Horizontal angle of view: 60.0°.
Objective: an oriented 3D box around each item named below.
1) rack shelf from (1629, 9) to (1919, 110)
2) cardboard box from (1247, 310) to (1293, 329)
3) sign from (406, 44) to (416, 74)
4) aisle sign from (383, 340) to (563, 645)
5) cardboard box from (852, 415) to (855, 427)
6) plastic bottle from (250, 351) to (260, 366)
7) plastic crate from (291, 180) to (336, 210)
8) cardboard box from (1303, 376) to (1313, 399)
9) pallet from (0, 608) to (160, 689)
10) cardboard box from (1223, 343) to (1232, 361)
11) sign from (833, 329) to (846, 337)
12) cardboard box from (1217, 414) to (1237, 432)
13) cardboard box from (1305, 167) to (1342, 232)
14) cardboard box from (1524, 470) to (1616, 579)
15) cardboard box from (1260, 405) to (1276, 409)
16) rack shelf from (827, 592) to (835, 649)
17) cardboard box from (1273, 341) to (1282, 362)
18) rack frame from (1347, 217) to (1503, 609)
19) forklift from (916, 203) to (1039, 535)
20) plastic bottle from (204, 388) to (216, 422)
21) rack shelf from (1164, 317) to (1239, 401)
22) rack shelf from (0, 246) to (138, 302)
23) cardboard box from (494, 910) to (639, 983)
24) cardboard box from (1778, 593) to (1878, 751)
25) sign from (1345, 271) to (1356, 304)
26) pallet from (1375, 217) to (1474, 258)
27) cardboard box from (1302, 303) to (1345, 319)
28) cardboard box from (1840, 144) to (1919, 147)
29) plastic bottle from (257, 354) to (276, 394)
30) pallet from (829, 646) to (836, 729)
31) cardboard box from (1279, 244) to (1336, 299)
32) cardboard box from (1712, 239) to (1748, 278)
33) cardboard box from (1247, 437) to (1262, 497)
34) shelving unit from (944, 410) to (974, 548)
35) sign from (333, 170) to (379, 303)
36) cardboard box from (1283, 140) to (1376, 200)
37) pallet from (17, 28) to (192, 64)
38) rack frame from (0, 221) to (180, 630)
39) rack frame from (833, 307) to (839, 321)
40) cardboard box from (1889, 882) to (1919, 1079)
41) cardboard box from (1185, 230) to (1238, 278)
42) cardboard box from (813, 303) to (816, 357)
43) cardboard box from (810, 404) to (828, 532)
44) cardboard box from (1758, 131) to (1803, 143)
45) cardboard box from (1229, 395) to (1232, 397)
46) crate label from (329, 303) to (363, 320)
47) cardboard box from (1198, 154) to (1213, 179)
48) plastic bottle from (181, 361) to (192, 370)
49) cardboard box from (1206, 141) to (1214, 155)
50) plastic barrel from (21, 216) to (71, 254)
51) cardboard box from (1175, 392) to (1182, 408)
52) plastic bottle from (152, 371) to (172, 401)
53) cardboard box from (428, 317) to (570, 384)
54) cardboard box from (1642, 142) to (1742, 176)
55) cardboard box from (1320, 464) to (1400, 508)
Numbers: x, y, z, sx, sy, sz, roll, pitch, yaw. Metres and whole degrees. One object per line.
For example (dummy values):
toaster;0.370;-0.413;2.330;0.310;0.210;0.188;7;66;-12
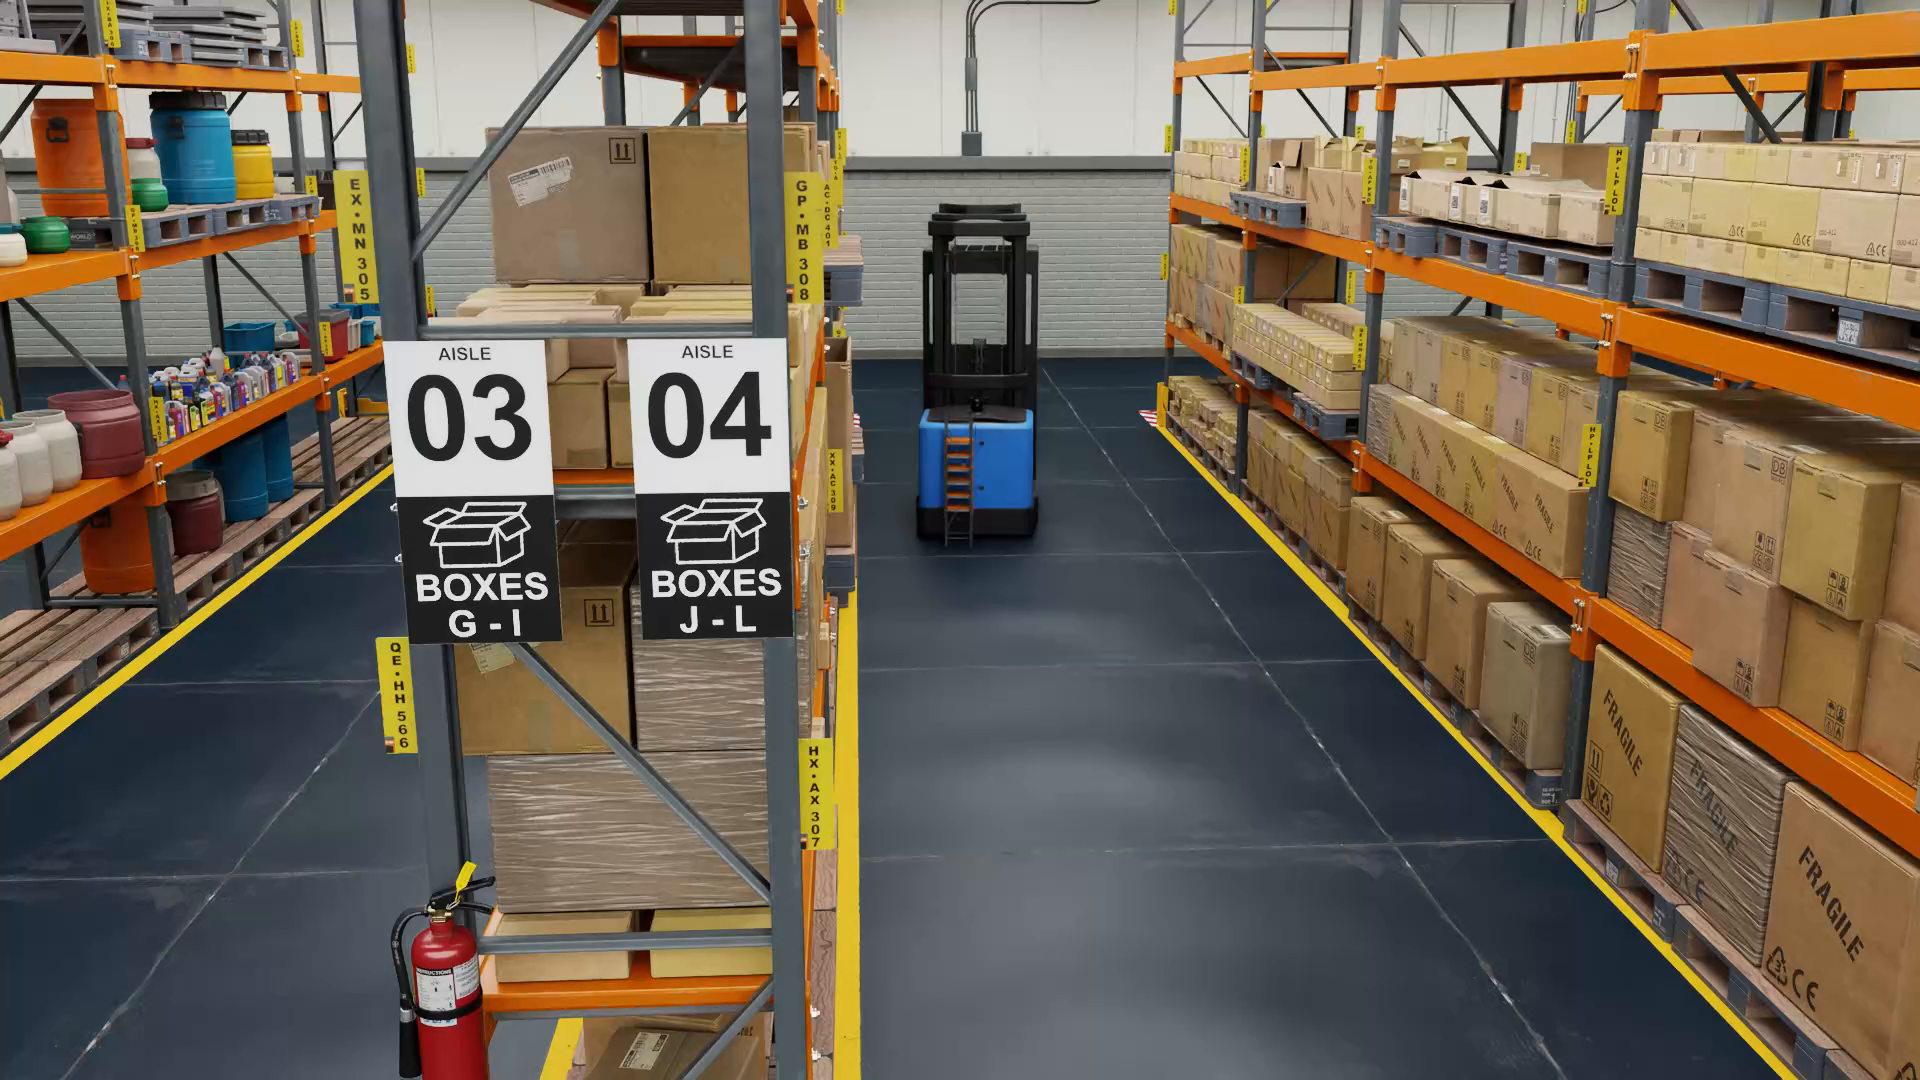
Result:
rack shelf;3.895;-1.787;6.157;1.077;0.370;4.000;-1;14;-3
cardboard box;2.878;-2.042;15.411;0.380;0.149;0.250;-1;14;-3
sign;-6.324;-5.539;19.142;0.100;0.325;0.005;-1;14;-3
aisle sign;-1.233;-0.113;4.230;0.394;0.787;0.004;-1;14;-3
cardboard box;-1.565;-0.652;14.963;1.225;0.875;0.875;-1;14;-5
plastic bottle;-6.385;-1.533;15.063;0.144;0.351;0.185;-1;14;-3
plastic crate;-6.428;-3.485;16.794;0.497;0.269;0.590;-1;14;-3
cardboard box;3.004;-1.239;13.482;0.380;0.149;0.250;-1;14;-2
pallet;-6.367;0.756;11.664;1.003;0.211;1.213;-1;14;-3
cardboard box;2.900;-1.918;16.967;0.380;0.149;0.250;-1;14;-5
sign;-0.892;-1.397;12.272;0.100;0.325;0.005;-1;14;-3
cardboard box;2.916;-1.230;17.473;0.380;0.149;0.250;-1;14;-4
cardboard box;3.164;-2.803;13.681;0.500;0.500;0.500;-1;14;-3
cardboard box;3.472;-0.095;9.174;0.500;0.500;0.500;-1;14;-4
cardboard box;3.465;-1.371;18.018;0.380;0.149;0.250;-1;14;-2
rack shelf;-1.309;-0.018;10.521;1.077;0.370;4.000;-1;14;-3
cardboard box;2.940;-1.642;14.453;0.380;0.149;0.250;-1;14;-5
rack frame;3.524;-0.916;12.565;1.000;3.000;0.127;-1;14;-3
forklift;0.204;-1.776;16.048;1.130;2.935;3.031;1;14;3
plastic bottle;-6.118;-1.097;13.528;0.097;0.271;0.097;0;14;0
rack shelf;3.152;-2.059;18.454;1.077;0.370;4.000;-1;14;-3
rack shelf;-6.253;-1.394;9.850;1.077;0.370;4.000;-1;14;-3
cardboard box;-1.161;1.180;4.927;0.380;0.149;0.250;-1;14;-3
cardboard box;3.912;0.501;6.758;0.875;0.550;0.500;-1;14;-3
sign;3.829;-2.480;16.324;0.100;0.325;0.005;-1;14;-3
pallet;3.616;-2.117;11.595;1.213;0.211;1.003;0;14;-1
cardboard box;3.495;-2.183;15.960;0.380;0.149;0.250;0;14;-1
cardboard box;4.143;-1.678;7.370;0.380;0.149;0.250;-1;14;-4
plastic bottle;-6.229;-1.489;14.893;0.144;0.351;0.185;-1;14;-3
pallet;-1.314;0.983;10.780;1.003;0.211;1.213;-1;14;-3
cardboard box;3.491;-2.703;16.708;0.500;0.500;0.500;-1;14;-2
cardboard box;3.502;-1.219;7.185;0.380;0.149;0.250;-1;14;-4
cardboard box;3.057;-0.715;15.960;0.500;0.500;0.500;0;14;-1
shelving unit;-0.011;-0.538;14.708;0.258;1.200;0.189;1;14;3
sign;-1.493;-0.752;4.134;0.100;0.325;0.005;-1;14;-3
cardboard box;3.240;-3.230;14.491;0.797;0.503;0.637;-1;14;-4
pallet;-6.391;-3.588;12.093;1.213;0.211;1.003;-1;14;-3
rack frame;-6.377;-0.788;12.068;1.000;3.000;0.127;-1;14;-3
rack frame;-1.681;-1.859;16.231;1.000;3.000;0.127;-1;14;-3
cardboard box;3.911;1.732;5.696;0.875;0.875;0.875;-1;14;-3
cardboard box;2.838;-3.211;18.682;0.500;0.500;0.500;-1;14;-5
cardboard box;-0.838;-0.883;6.721;0.500;0.250;0.500;-1;14;-4
cardboard box;-0.851;-0.314;7.423;0.500;0.500;0.500;-1;14;-3
cardboard box;8.383;-3.914;16.956;0.500;0.500;0.500;-1;14;-2
cardboard box;3.379;-1.616;19.568;0.380;0.149;0.250;-1;15;-6
crate label;-7.186;-2.659;19.555;0.416;0.233;0.303;-1;14;-3
cardboard box;2.881;-4.033;17.958;0.500;0.250;0.500;-1;14;-6
plastic bottle;-6.974;-1.479;15.012;0.097;0.271;0.097;0;14;0
cardboard box;2.841;-4.183;17.742;0.380;0.149;0.250;-1;14;-4
plastic barrel;-6.310;-2.104;11.478;0.294;0.245;0.294;0;14;0
cardboard box;2.765;-1.669;19.773;0.380;0.149;0.250;-1;14;-4
plastic bottle;-6.904;-1.313;14.360;0.152;0.276;0.135;-1;14;-3
cardboard box;-1.266;-0.512;4.477;0.380;0.149;0.250;-1;14;-3
cardboard box;3.455;-1.794;7.820;0.380;0.149;0.250;-1;14;-3
cardboard box;3.219;-0.438;13.376;0.500;0.250;0.500;-1;14;-5
